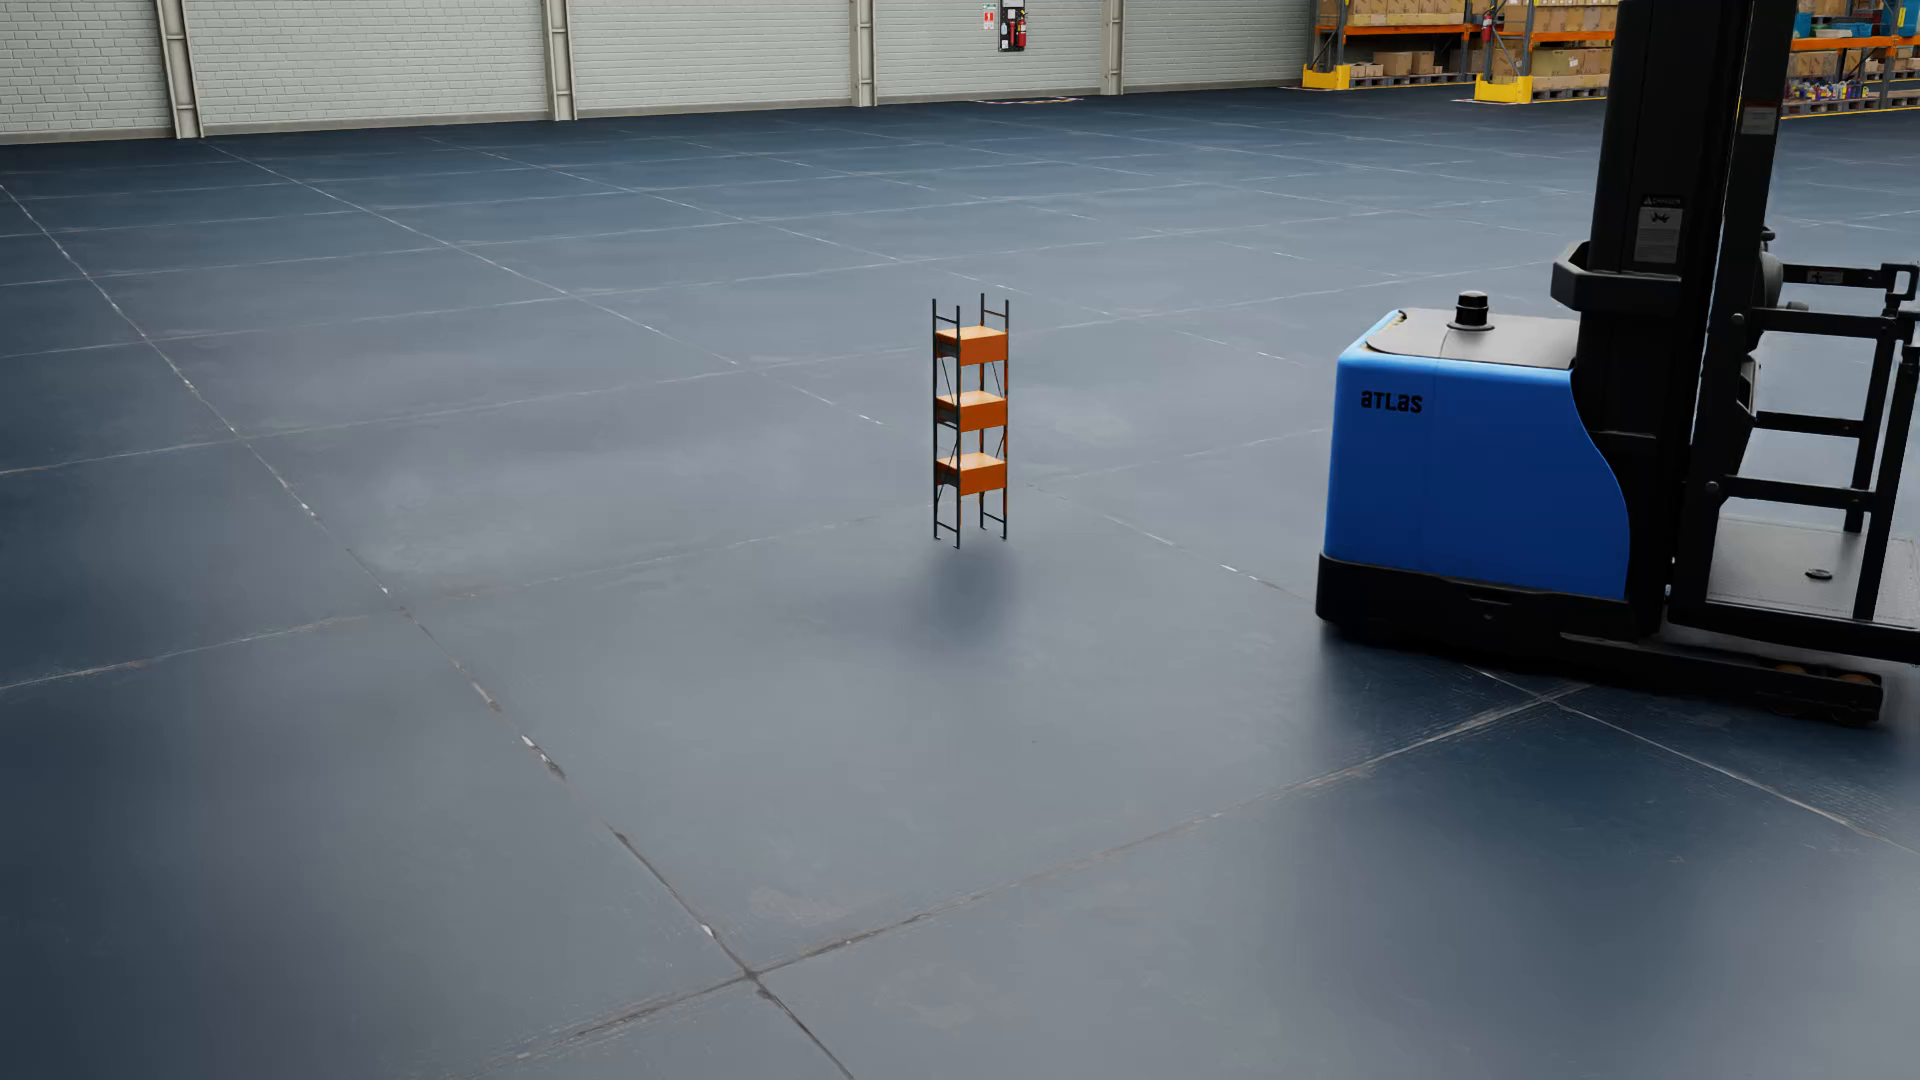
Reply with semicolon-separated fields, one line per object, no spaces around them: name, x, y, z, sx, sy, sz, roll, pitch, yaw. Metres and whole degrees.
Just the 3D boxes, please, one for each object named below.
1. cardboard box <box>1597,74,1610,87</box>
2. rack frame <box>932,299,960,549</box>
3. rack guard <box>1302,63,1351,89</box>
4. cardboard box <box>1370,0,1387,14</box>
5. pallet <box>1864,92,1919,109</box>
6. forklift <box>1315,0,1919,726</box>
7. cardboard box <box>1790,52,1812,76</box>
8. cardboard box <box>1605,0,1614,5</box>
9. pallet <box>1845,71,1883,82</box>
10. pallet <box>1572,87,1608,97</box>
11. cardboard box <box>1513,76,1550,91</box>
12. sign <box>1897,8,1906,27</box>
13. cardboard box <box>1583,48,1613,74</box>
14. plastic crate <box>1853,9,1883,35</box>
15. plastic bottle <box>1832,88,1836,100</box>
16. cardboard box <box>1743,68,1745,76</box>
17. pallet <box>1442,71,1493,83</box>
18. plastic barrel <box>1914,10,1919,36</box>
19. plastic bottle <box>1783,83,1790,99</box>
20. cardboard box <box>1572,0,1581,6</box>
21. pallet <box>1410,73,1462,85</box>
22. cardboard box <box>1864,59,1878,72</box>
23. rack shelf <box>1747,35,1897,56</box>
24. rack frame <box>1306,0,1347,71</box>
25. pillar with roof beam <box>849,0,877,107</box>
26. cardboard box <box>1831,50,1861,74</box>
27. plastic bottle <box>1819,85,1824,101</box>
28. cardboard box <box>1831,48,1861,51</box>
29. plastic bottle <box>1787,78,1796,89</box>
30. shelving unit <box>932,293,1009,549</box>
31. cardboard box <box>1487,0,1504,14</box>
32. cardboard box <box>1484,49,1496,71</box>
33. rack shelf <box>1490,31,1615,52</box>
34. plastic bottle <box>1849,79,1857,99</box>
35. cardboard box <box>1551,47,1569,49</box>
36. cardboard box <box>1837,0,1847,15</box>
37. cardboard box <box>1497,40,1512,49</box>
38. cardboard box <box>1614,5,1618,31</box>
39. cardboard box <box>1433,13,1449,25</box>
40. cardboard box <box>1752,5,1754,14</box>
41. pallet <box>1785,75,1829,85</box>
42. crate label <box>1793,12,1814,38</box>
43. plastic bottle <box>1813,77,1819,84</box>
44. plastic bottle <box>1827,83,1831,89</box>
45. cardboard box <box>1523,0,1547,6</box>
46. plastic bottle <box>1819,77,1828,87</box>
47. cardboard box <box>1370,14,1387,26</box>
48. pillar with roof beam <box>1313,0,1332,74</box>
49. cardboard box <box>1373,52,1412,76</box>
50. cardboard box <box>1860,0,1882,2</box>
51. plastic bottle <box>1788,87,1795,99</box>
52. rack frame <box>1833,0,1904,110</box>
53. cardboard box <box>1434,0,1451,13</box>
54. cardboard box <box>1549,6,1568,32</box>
cardboard box;13.047;-9.447;34.144;0.500;0.250;0.500;-12;22;-31
rack frame;-0.057;-0.485;7.041;0.008;1.050;0.200;-12;22;-31
rack guard;8.142;-10.318;36.983;0.348;0.500;1.175;-12;22;-31
cardboard box;9.061;-11.870;36.705;0.500;0.500;0.500;-12;22;-31
pallet;17.503;-8.371;31.676;1.213;0.211;1.003;-12;22;-31
forklift;2.886;-0.973;5.546;3.031;2.935;1.130;9;20;24
cardboard box;18.881;-10.782;37.670;0.500;0.500;0.500;-12;22;-32
cardboard box;12.976;-10.895;33.619;0.250;0.149;0.380;-11;22;-30
pallet;21.402;-11.077;39.682;1.213;0.211;1.003;-12;22;-31
pallet;13.460;-9.419;34.775;1.213;0.211;1.003;-12;22;-31
cardboard box;11.376;-9.095;33.102;0.500;0.250;0.500;-12;22;-31
sign;17.161;-9.525;30.304;0.005;0.325;0.100;-12;22;-31
cardboard box;13.040;-9.806;34.034;0.500;0.500;0.500;-12;22;-31
plastic crate;17.104;-9.741;31.273;0.583;0.464;0.402;-12;22;-31
plastic bottle;15.837;-8.089;30.170;0.097;0.201;0.097;0;19;0
cardboard box;17.182;-10.312;36.700;0.500;0.250;0.500;-11;22;-30
pallet;12.069;-11.010;39.481;1.213;0.211;1.003;-12;22;-31
plastic barrel;17.788;-9.717;31.092;0.433;0.535;0.433;0;19;0
plastic bottle;15.105;-8.210;30.399;0.133;0.283;0.061;-12;22;-31
cardboard box;12.114;-10.713;33.079;0.250;0.149;0.380;-13;23;-33
pallet;10.878;-10.744;38.696;1.213;0.211;1.003;-12;22;-31
cardboard box;21.298;-11.229;39.286;0.500;0.311;0.500;-12;22;-31
rack shelf;15.198;-8.850;29.862;4.000;0.370;1.077;-12;22;-31
rack frame;8.079;-11.488;36.543;0.127;3.000;1.000;-12;22;-31
pillar with roof beam;0.533;-11.420;26.973;0.400;9.000;9.100;-12;22;-31
cardboard box;20.574;-11.138;38.724;0.500;0.500;0.500;-12;22;-32
plastic bottle;15.499;-8.051;29.948;0.097;0.271;0.097;0;19;0
cardboard box;21.148;-11.478;39.729;0.500;0.500;0.500;-12;22;-31
plastic bottle;15.298;-8.325;30.634;0.185;0.351;0.144;-11;22;-29
shelving unit;0.045;-0.507;7.105;0.252;1.050;0.215;-12;22;-31
cardboard box;12.334;-12.626;39.065;0.500;0.500;0.700;-9;21;-26
cardboard box;12.429;-11.456;39.663;0.500;0.500;0.700;-12;22;-32
rack shelf;12.477;-10.176;33.783;4.000;0.370;1.077;-12;22;-31
plastic bottle;16.328;-8.272;30.479;0.185;0.351;0.144;-13;23;-34
cardboard box;12.336;-9.858;34.186;0.500;0.500;0.500;-12;22;-31
cardboard box;20.310;-12.500;38.725;0.700;0.500;0.500;14;23;35
cardboard box;12.823;-11.878;39.740;0.500;0.250;0.500;-13;22;-33
cardboard box;13.343;-10.742;34.178;0.500;0.500;0.700;-12;22;-32
cardboard box;10.770;-11.881;37.909;0.500;0.250;0.500;-12;22;-31
cardboard box;17.952;-11.961;37.128;0.700;0.500;0.500;14;23;35
pallet;19.150;-10.587;38.232;1.213;0.211;1.003;-12;22;-31
crate label;14.916;-9.252;29.872;0.616;0.435;0.502;-12;22;-31
plastic bottle;15.966;-8.465;31.051;0.185;0.351;0.144;-11;22;-30
plastic bottle;15.862;-8.184;30.324;0.133;0.283;0.061;-12;22;-31
cardboard box;11.252;-10.530;32.540;0.250;0.149;0.380;-12;22;-32
plastic bottle;16.045;-8.427;30.937;0.185;0.351;0.144;-12;22;-31
cardboard box;9.087;-11.523;36.849;0.500;0.250;0.500;-13;22;-33
pillar with roof beam;10.555;-13.534;33.226;0.400;9.000;9.100;-12;22;-31
cardboard box;9.822;-10.827;37.802;0.500;0.500;0.700;-14;23;-35
cardboard box;21.377;-12.807;38.725;0.500;0.500;0.500;-11;22;-30
plastic bottle;15.246;-8.193;30.479;0.097;0.201;0.097;0;19;0
rack frame;16.868;-9.543;30.789;0.127;3.000;1.000;-12;22;-31
cardboard box;10.781;-12.231;37.773;0.500;0.500;0.500;-12;22;-32
cardboard box;11.639;-10.384;33.120;0.500;0.500;0.700;-11;22;-30
